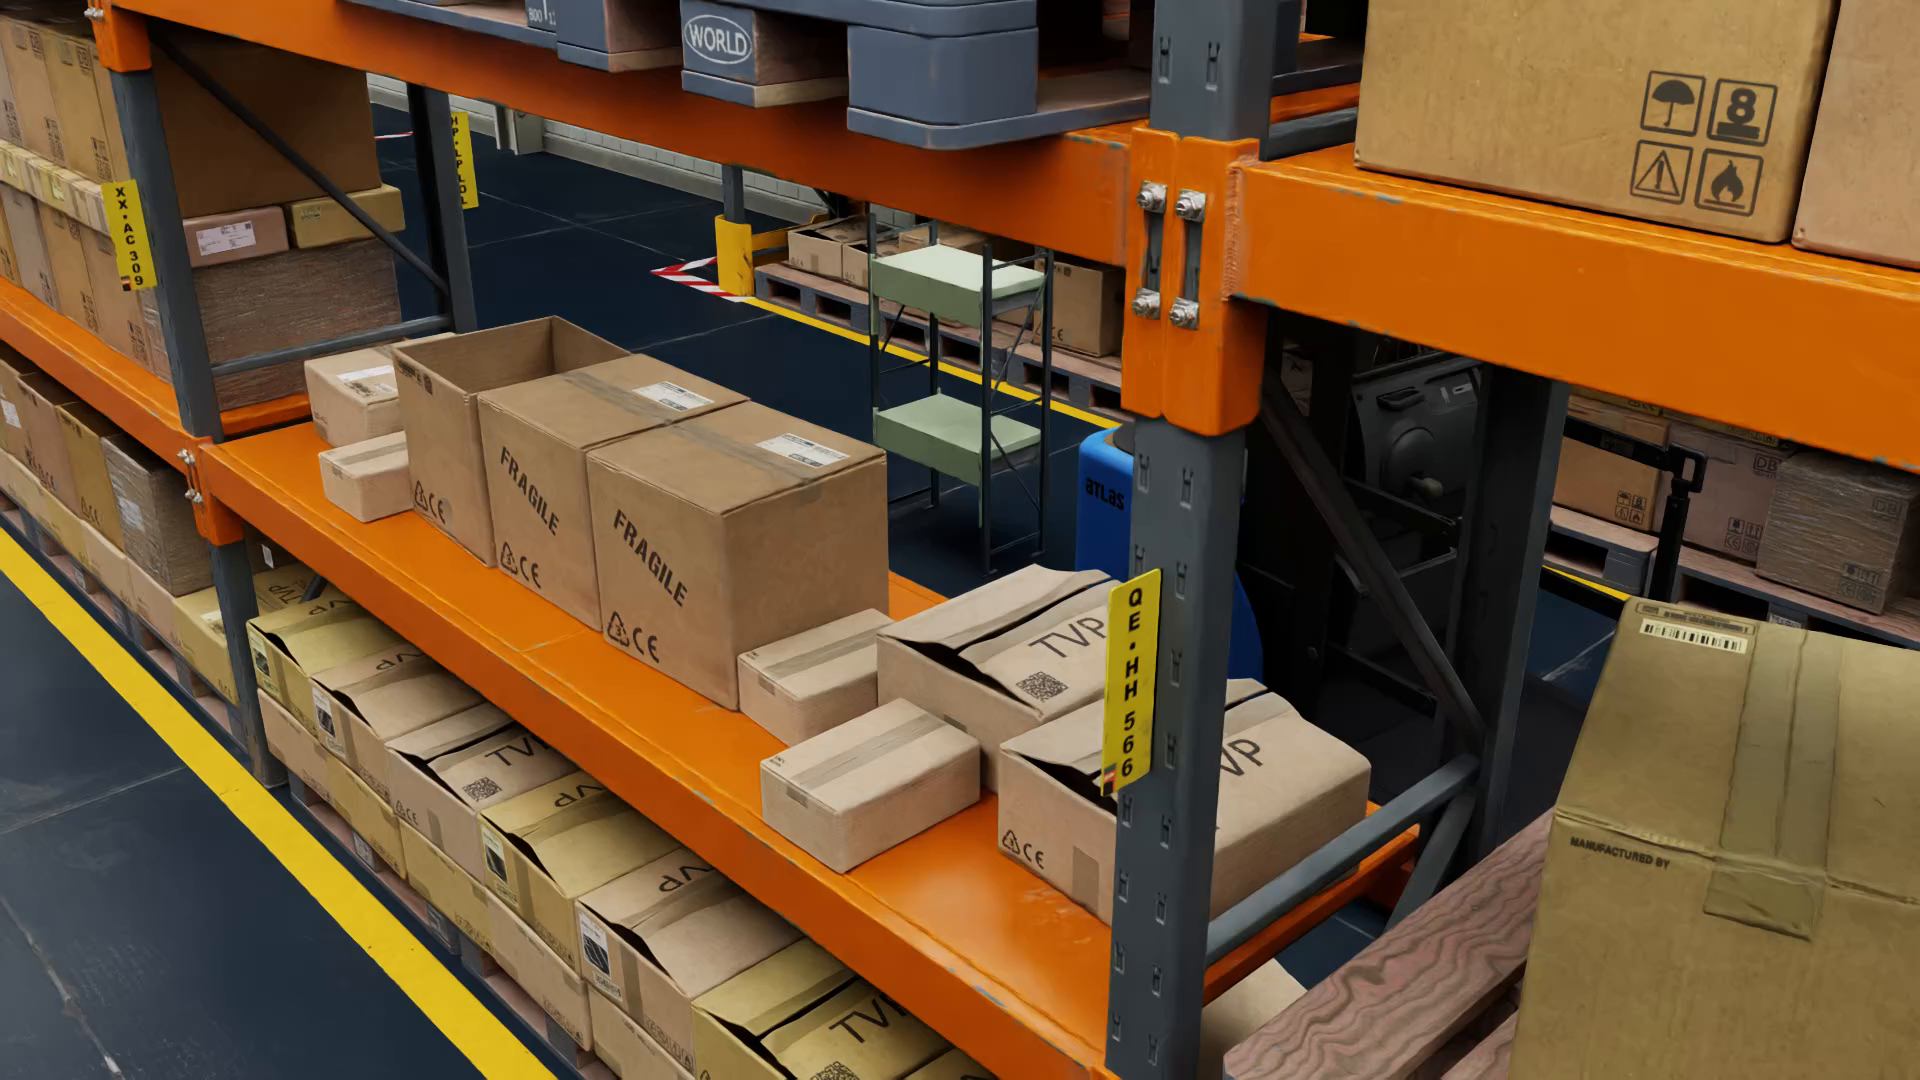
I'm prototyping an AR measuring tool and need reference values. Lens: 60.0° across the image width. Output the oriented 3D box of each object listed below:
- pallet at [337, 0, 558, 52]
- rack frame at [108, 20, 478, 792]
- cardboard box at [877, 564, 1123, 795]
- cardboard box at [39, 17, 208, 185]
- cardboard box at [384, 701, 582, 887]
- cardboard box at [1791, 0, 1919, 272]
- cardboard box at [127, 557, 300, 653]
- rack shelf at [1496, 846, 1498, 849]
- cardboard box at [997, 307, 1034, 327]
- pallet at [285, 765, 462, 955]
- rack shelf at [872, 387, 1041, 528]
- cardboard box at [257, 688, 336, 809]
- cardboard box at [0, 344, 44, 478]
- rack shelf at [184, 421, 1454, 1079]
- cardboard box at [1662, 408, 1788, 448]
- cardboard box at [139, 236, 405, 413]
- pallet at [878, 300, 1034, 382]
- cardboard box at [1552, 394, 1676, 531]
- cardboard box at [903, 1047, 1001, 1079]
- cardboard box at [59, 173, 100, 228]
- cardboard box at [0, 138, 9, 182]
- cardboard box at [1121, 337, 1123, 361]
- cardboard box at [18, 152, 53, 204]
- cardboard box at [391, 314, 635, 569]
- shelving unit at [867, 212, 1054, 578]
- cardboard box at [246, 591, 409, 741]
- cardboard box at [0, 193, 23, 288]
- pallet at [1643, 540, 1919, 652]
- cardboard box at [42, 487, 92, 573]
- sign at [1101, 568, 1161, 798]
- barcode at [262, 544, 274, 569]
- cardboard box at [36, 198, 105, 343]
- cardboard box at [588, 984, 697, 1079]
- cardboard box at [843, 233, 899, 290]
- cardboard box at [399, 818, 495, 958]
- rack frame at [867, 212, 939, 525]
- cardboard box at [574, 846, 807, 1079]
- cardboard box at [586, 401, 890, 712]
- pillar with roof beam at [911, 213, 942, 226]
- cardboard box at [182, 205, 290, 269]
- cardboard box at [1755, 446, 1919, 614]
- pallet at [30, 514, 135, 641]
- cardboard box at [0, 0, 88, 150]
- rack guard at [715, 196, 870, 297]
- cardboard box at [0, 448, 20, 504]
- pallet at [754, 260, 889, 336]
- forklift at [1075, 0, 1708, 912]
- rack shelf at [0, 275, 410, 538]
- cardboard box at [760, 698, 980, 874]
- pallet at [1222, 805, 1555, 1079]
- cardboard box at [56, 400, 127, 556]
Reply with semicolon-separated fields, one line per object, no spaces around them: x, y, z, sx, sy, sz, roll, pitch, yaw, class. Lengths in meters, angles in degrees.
-0.657;-1.228;3.442;1.003;0.211;1.213;-19;31;-36;pallet
-2.095;-0.643;5.545;1.000;3.000;0.127;-21;32;-38;rack frame
0.169;0.284;3.622;0.500;0.311;0.500;-22;32;-39;cardboard box
-2.750;-1.564;5.881;0.700;0.500;0.500;-21;32;-39;cardboard box
-1.302;0.667;4.805;0.500;0.311;0.500;23;33;40;cardboard box
1.310;-0.564;1.638;0.910;0.500;0.500;-21;32;-38;cardboard box
-2.906;0.184;6.539;0.500;0.250;0.500;-21;32;-38;cardboard box
2.006;1.502;1.710;1.077;0.370;4.000;-21;32;-38;rack shelf
0.439;-1.443;10.203;0.250;0.149;0.380;21;32;38;cardboard box
-1.563;0.838;5.659;1.003;0.211;1.213;-21;32;-38;pallet
-0.005;-0.388;7.578;0.431;0.370;0.720;-21;32;-38;rack shelf
-2.001;0.609;5.607;0.500;0.250;0.500;-22;33;-40;cardboard box
-3.931;-0.612;7.380;0.500;0.500;0.500;-21;32;-38;cardboard box
-0.728;0.290;4.367;1.077;0.370;4.000;-21;32;-38;rack shelf
3.378;-0.635;7.107;0.500;0.250;0.500;-20;32;-38;cardboard box
-2.403;-0.821;5.815;0.700;0.500;0.500;-22;33;-40;cardboard box
0.195;-1.344;10.442;1.003;0.211;1.213;-21;32;-38;pallet
3.094;-0.435;7.572;0.700;0.500;0.500;-21;32;-39;cardboard box
0.101;1.285;3.451;0.500;0.311;0.500;-20;31;-37;cardboard box
-2.966;-1.239;5.949;0.380;0.149;0.250;-21;32;-39;cardboard box
-3.668;-1.550;6.631;0.380;0.149;0.250;-21;32;-38;cardboard box
1.130;-1.114;9.462;0.250;0.166;0.380;19;31;35;cardboard box
-3.304;-1.390;6.282;0.380;0.149;0.250;-20;31;-37;cardboard box
-1.222;-0.292;4.655;0.500;0.500;0.500;-19;30;-35;cardboard box
-0.005;-0.684;7.443;0.431;1.500;0.755;-21;32;-38;shelving unit
-1.995;0.358;5.483;0.500;0.311;0.500;-21;32;-38;cardboard box
-3.822;-1.445;7.184;0.700;0.500;0.500;-21;32;-38;cardboard box
3.719;0.194;7.071;1.003;0.211;1.213;-21;32;-38;pallet
-3.601;-0.114;7.194;0.500;0.250;0.500;-21;32;-38;cardboard box
0.236;0.201;2.301;0.100;0.325;0.005;-21;32;-38;sign
-2.225;0.053;5.345;0.001;0.075;0.075;-21;32;-38;barcode
-3.109;-1.132;6.497;0.700;0.500;0.500;-21;32;-38;cardboard box
-0.596;1.230;4.246;0.500;0.250;0.500;-20;31;-37;cardboard box
-0.419;-1.830;10.857;0.500;0.311;0.500;-18;30;-34;cardboard box
-1.296;0.921;4.924;0.500;0.250;0.500;-22;33;-40;cardboard box
-0.255;-0.795;7.686;0.400;1.500;0.023;-21;32;-38;rack frame
-0.602;0.975;4.129;0.500;0.311;0.500;-21;32;-39;cardboard box
-0.520;0.020;3.972;0.500;0.500;0.500;22;32;39;cardboard box
-3.249;-4.803;7.436;9.100;9.000;0.400;-21;32;-38;pillar with roof beam
-2.438;-1.005;5.437;0.380;0.149;0.250;-21;32;-38;cardboard box
3.722;-0.104;6.845;0.700;0.500;0.500;-21;32;-38;cardboard box
-3.447;0.003;7.489;1.003;0.211;1.213;-21;32;-38;pallet
-3.432;-1.867;6.546;0.700;0.500;0.500;-21;32;-38;cardboard box
-1.164;-2.101;11.753;1.175;0.500;0.348;-21;32;-38;rack guard
-4.281;-0.419;7.861;0.500;0.250;0.500;-21;32;-38;cardboard box
-0.635;-1.713;11.252;1.003;0.211;1.213;-21;32;-38;pallet
1.671;-0.348;4.980;1.130;2.935;3.031;-16;29;-32;forklift
-3.462;-0.922;7.023;1.077;0.370;4.000;-21;32;-38;rack shelf
-0.178;0.489;3.367;0.380;0.149;0.250;-21;32;-38;cardboard box
1.153;0.842;2.522;1.213;0.211;1.003;-21;32;-38;pallet
-3.250;-0.308;6.714;0.500;0.500;0.500;-21;32;-38;cardboard box
